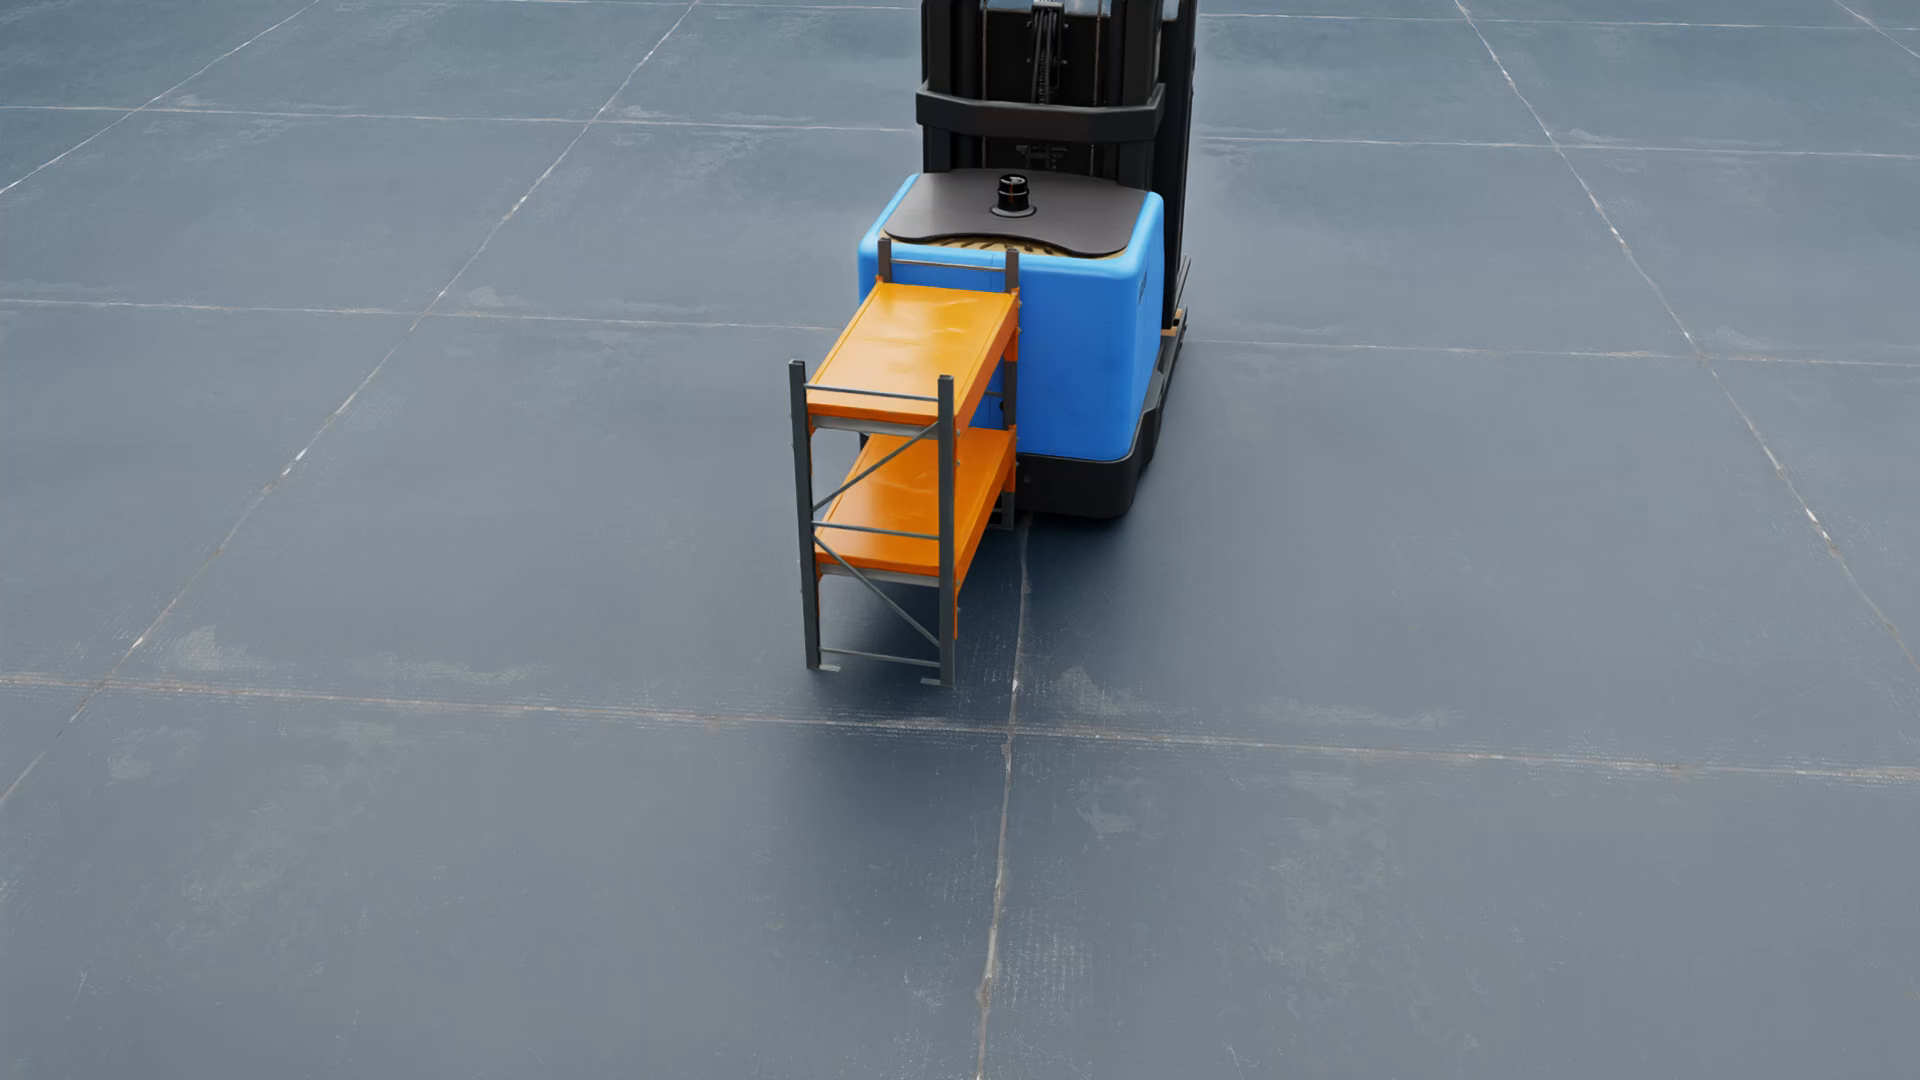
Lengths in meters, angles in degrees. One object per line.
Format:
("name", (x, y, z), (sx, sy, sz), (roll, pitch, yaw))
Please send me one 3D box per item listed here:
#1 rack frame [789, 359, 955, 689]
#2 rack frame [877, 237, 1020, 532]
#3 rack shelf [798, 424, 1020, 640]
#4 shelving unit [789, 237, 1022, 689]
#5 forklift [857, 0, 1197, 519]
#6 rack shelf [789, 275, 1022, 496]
("rack frame", (-0.265, -0.027, 5.221), (0.500, 1.125, 0.032), (7, 32, 11))
("rack frame", (-0.041, -0.547, 6.065), (0.500, 1.125, 0.032), (7, 32, 11))
("rack shelf", (-0.153, -0.079, 5.772), (0.538, 0.278, 1.000), (7, 32, 11))
("shelving unit", (-0.153, -0.287, 5.643), (0.538, 1.125, 1.048), (7, 32, 11))
("forklift", (0.440, -2.090, 6.848), (1.130, 2.935, 3.031), (7, 32, 11))
("rack shelf", (-0.153, -0.536, 5.490), (0.538, 0.278, 1.000), (7, 32, 11))
